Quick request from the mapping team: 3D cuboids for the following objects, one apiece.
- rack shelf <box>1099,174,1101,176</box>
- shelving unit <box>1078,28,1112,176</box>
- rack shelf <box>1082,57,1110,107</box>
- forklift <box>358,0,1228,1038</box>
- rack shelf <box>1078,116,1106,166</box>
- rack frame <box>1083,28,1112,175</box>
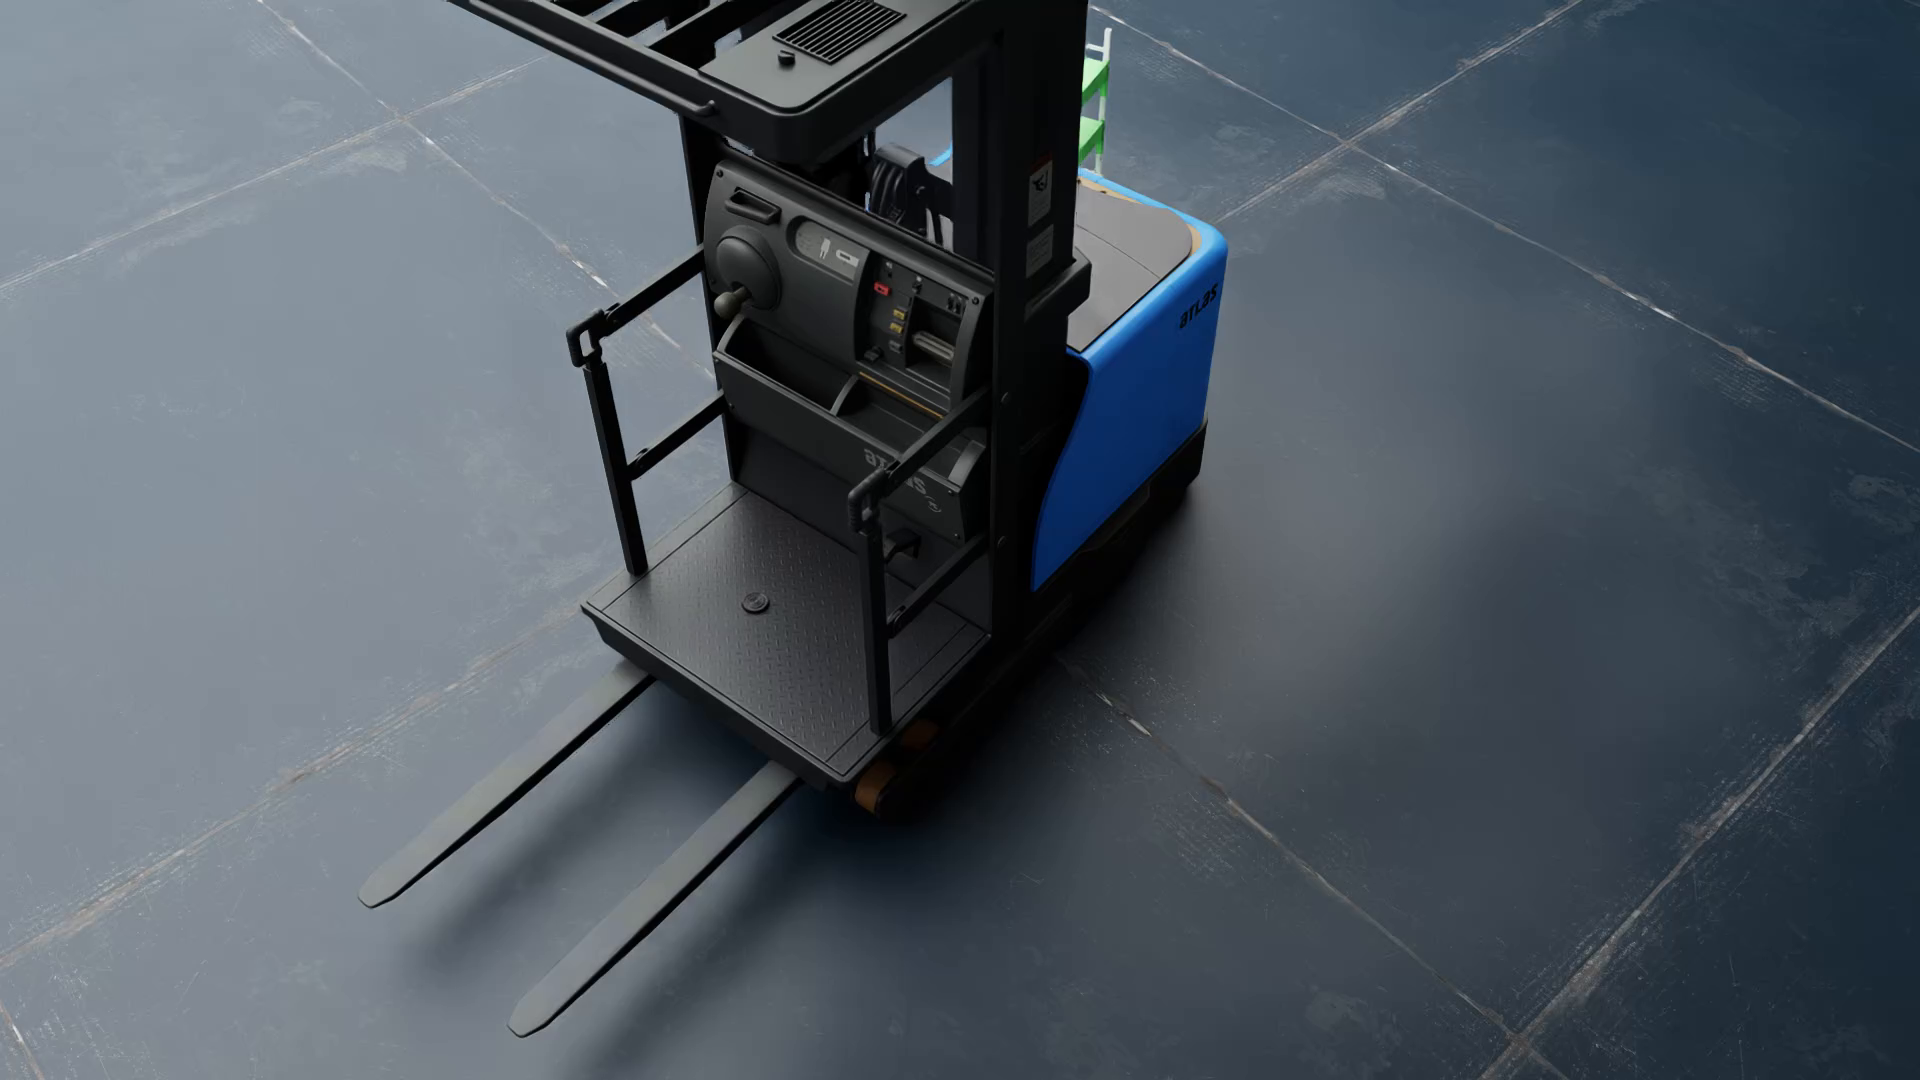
[{"bbox_3d":[0.304,-1.192,6.121,0.258,0.148,0.480,21,51,18],"label":"rack shelf"},{"bbox_3d":[0.304,-1.235,6.074,0.258,1.200,0.503,21,51,18],"label":"shelving unit"},{"bbox_3d":[0.304,-1.518,5.768,0.258,0.148,0.480,21,51,18],"label":"rack shelf"},{"bbox_3d":[-0.452,-0.590,4.300,1.130,2.935,3.031,30,54,25],"label":"forklift"},{"bbox_3d":[0.304,-1.355,5.944,0.258,0.148,0.480,21,51,18],"label":"rack shelf"},{"bbox_3d":[0.416,-1.395,6.220,0.240,1.200,0.015,21,51,18],"label":"rack frame"}]
